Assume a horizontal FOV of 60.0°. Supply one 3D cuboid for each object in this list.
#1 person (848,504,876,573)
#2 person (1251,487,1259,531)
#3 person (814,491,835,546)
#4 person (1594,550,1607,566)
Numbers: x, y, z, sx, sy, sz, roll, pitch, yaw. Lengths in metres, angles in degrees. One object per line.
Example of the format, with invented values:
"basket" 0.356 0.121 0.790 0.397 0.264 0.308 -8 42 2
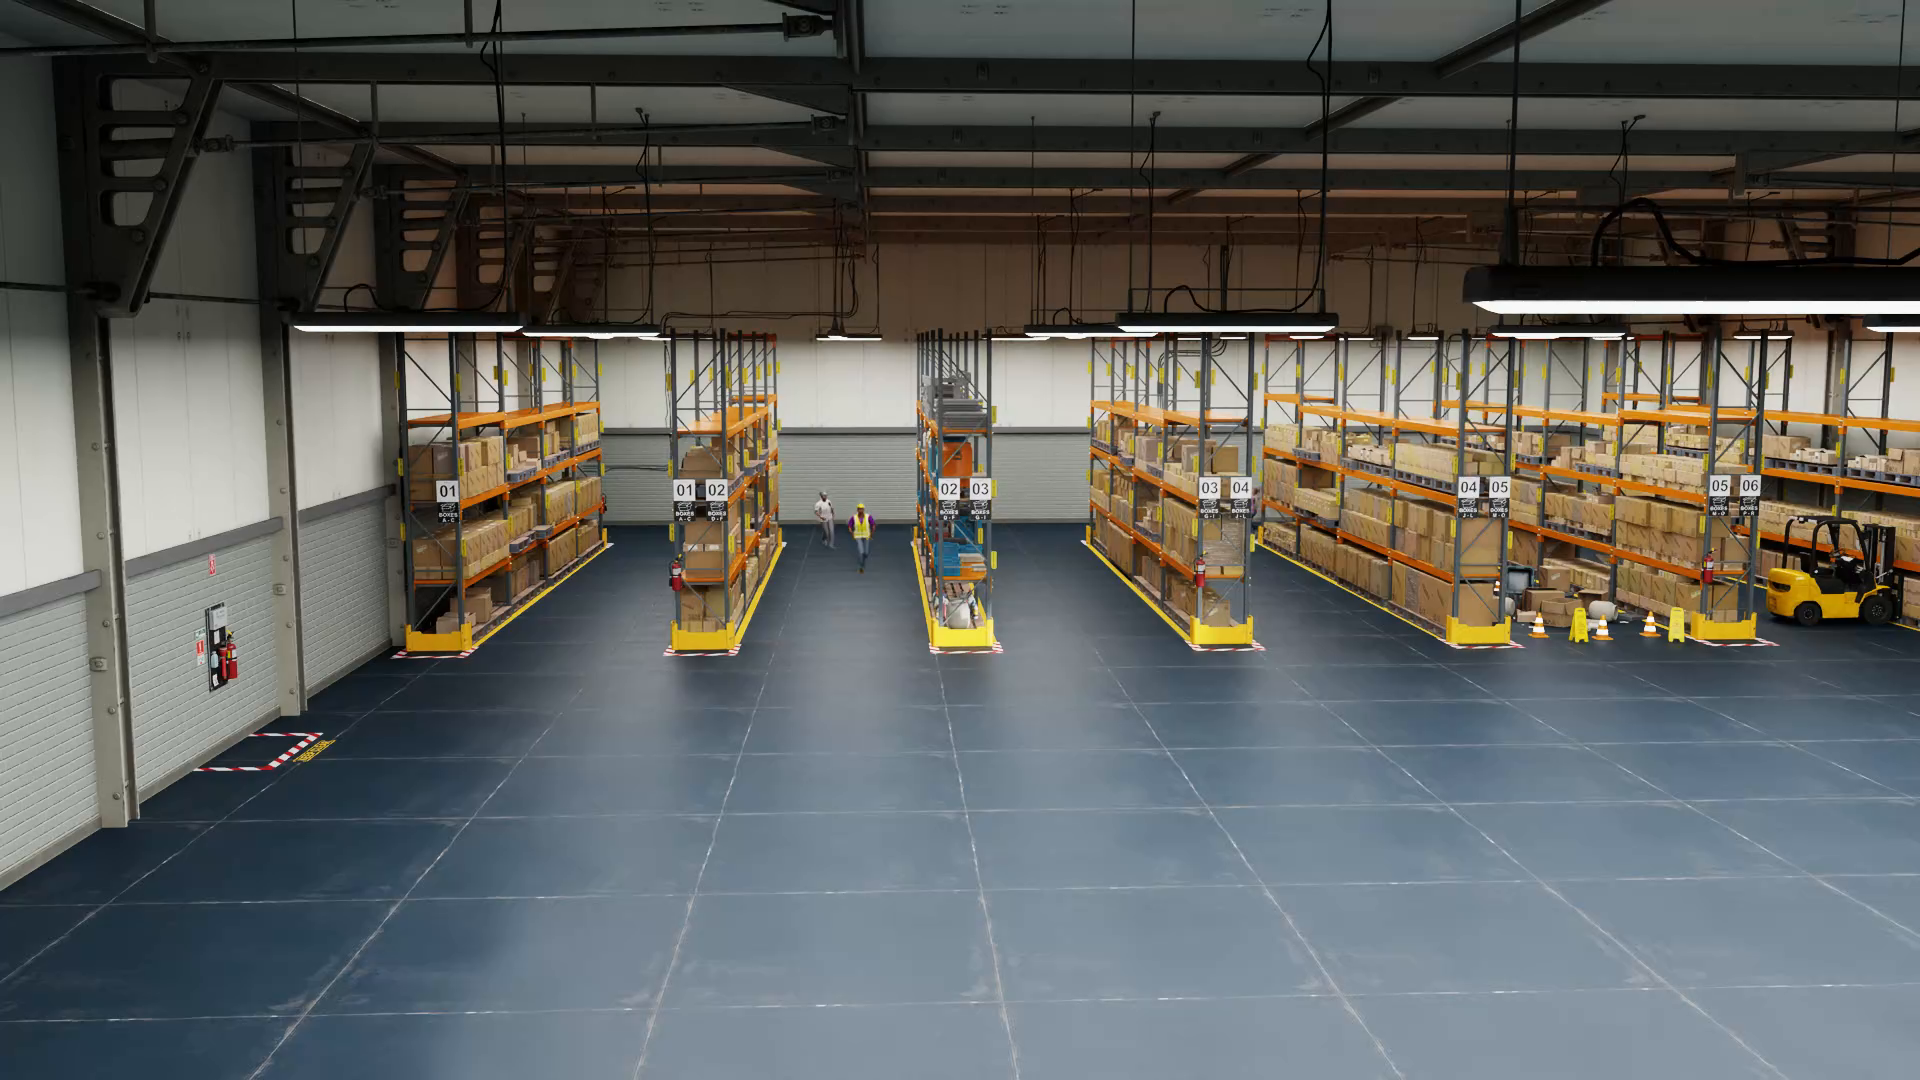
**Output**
"person" -2.465 -0.051 41.799 0.694 1.735 0.640 -1 7 -7
"person" 8.626 -0.849 49.142 0.499 1.434 0.613 0 7 -1
"person" -3.766 -0.607 46.574 0.604 1.568 0.562 -4 8 -28
"person" 16.095 0.015 41.585 0.491 1.481 0.517 -1 7 -7
